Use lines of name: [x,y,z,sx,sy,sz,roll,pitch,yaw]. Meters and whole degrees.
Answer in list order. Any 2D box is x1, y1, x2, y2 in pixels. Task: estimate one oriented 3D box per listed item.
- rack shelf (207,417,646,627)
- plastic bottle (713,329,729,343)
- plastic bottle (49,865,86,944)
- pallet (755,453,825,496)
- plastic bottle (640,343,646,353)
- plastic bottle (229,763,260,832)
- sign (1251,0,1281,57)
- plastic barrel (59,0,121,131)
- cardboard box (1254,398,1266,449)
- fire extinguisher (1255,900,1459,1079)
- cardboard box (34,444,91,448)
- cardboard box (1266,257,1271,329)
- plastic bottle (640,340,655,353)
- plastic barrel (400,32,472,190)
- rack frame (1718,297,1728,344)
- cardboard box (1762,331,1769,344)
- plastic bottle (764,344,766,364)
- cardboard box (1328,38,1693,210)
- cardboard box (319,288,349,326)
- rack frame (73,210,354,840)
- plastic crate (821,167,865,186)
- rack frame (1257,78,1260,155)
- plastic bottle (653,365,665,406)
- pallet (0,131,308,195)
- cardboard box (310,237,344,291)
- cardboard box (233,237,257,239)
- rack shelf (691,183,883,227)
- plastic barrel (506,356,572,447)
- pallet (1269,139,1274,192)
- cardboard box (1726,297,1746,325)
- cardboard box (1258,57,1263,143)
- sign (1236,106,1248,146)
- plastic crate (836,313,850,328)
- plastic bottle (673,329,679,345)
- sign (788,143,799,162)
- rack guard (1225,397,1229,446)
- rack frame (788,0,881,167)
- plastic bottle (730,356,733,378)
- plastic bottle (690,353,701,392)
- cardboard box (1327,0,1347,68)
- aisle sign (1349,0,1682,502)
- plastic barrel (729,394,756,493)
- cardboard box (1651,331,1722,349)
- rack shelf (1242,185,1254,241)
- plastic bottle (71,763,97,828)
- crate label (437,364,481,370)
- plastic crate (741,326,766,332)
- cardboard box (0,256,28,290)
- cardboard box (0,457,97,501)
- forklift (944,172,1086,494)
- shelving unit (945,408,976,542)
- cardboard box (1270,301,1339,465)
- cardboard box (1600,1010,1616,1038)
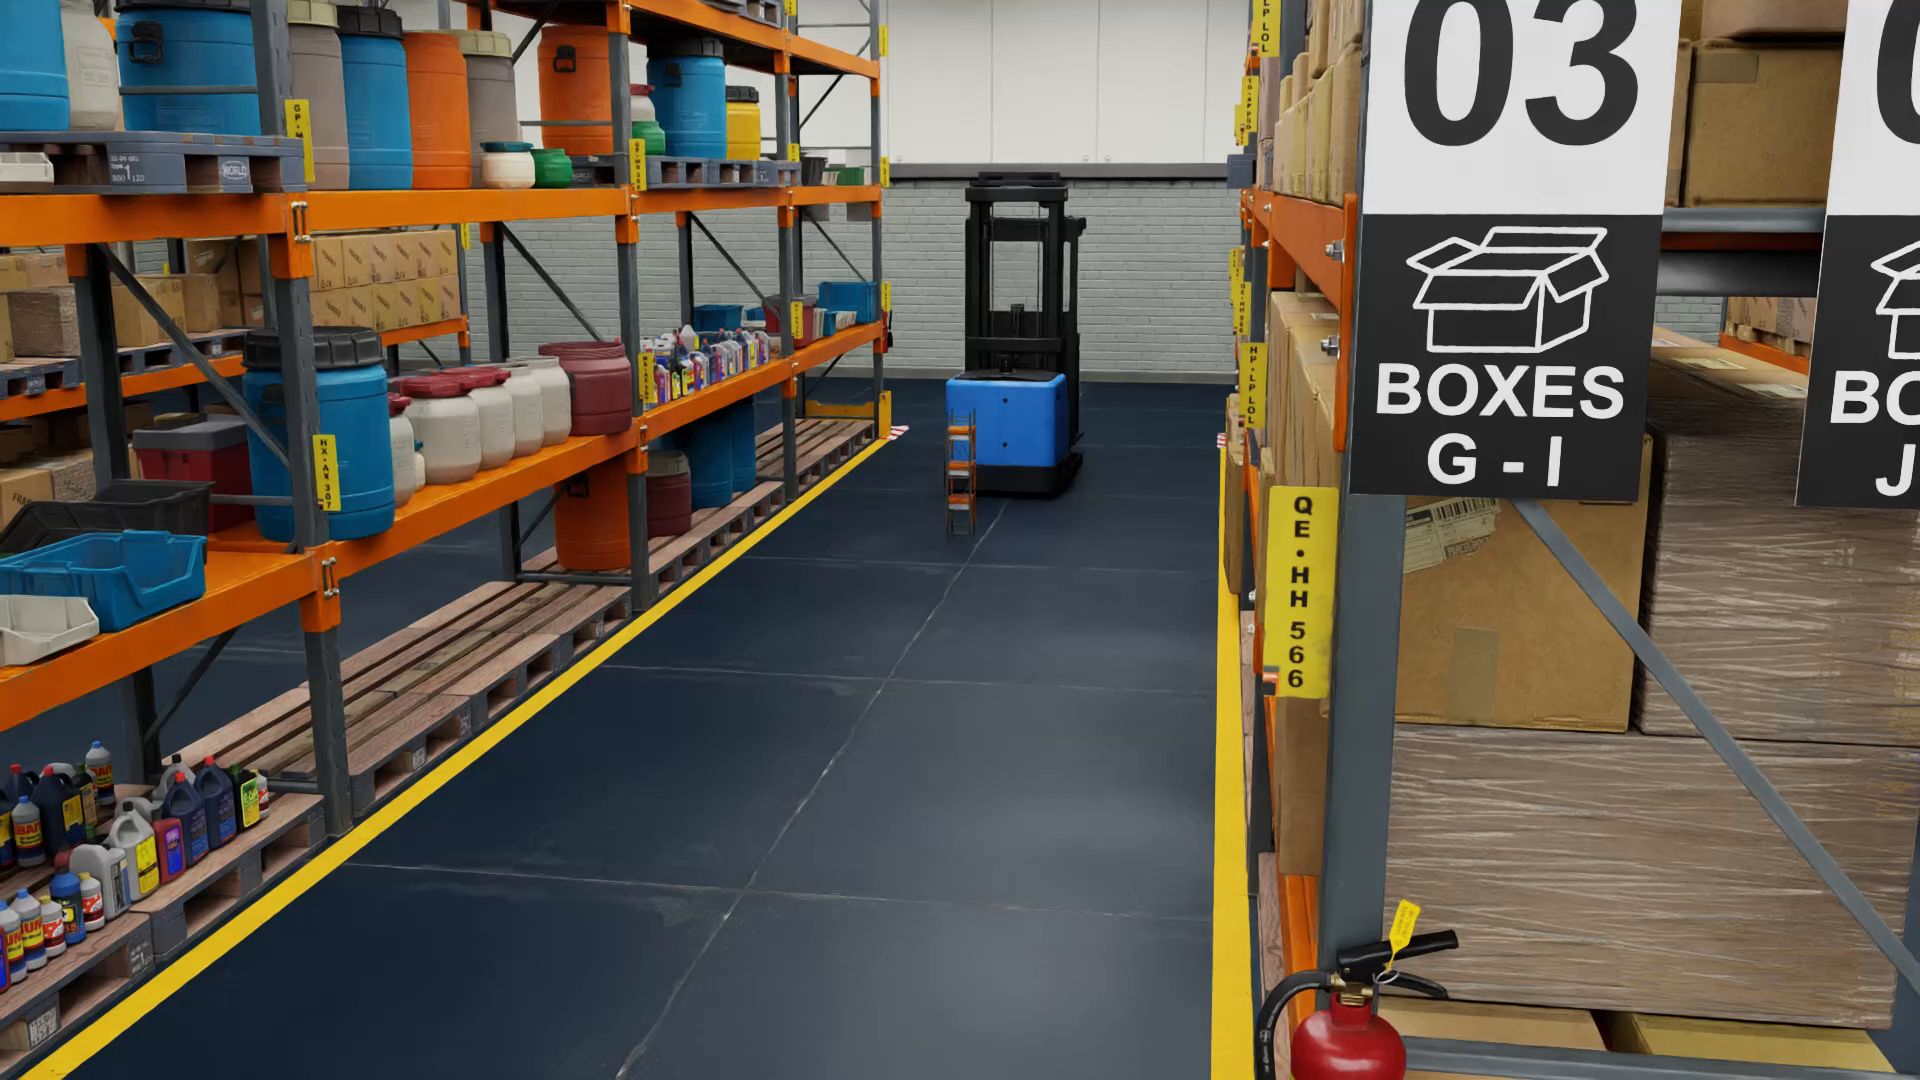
rack shelf: [-2.915,-0.235,9.170,1.077,0.370,4.000,2,12,9]
plastic bottle: [-1.981,-1.576,13.801,0.144,0.351,0.185,2,12,9]
plastic bottle: [-3.152,1.280,5.868,0.097,0.271,0.097,0,12,0]
pallet: [-1.917,-0.627,15.900,1.003,0.211,1.213,2,12,9]
plastic bottle: [-2.618,-1.450,13.395,0.152,0.276,0.135,2,12,9]
plastic bottle: [-2.971,1.054,6.888,0.061,0.283,0.133,3,12,11]
sign: [1.122,-1.938,6.086,0.100,0.325,0.005,2,12,9]
plastic barrel: [-3.483,-1.813,6.404,0.421,0.512,0.421,0,12,0]
cardboard box: [1.802,-0.633,8.669,0.500,0.250,0.500,2,12,7]
fire extinguisher: [0.583,0.870,2.521,0.296,0.674,0.183,2,12,9]
cardboard box: [-7.435,-0.577,13.938,0.500,0.500,0.500,1,12,7]
cardboard box: [2.615,-1.809,12.147,0.797,0.503,0.637,2,12,10]
plastic bottle: [-2.582,-1.498,13.619,0.152,0.276,0.135,2,12,9]
plastic barrel: [-3.049,-2.379,9.273,0.600,0.830,0.708,2,12,9]
rack frame: [8.402,-2.326,17.166,1.000,3.000,0.127,2,12,9]
cardboard box: [8.032,-1.979,16.154,0.380,0.149,0.250,2,12,11]
plastic bottle: [-1.724,-1.621,14.365,0.097,0.201,0.097,0,12,0]
cardboard box: [0.879,-0.679,2.758,0.500,0.250,0.500,2,12,10]
cardboard box: [-6.463,-2.250,16.574,0.500,0.500,0.500,2,12,10]
rack frame: [-3.223,-0.170,7.163,1.000,3.000,0.127,2,12,9]
plastic crate: [-1.247,-3.816,17.464,0.450,0.188,0.336,2,12,9]
rack frame: [2.287,-3.775,9.650,1.000,3.000,0.127,2,12,9]
plastic bottle: [-2.126,-1.092,11.719,0.061,0.283,0.133,2,12,9]
pallet: [-3.237,-1.391,6.155,1.213,0.211,1.003,2,12,9]
cardboard box: [-6.457,-2.731,16.434,0.500,0.500,0.500,1,12,7]
cardboard box: [-6.988,-2.755,16.545,0.500,0.500,0.500,2,12,8]
rack shelf: [-1.685,-3.366,16.582,1.077,0.370,4.000,2,12,9]
plastic barrel: [-2.555,-0.836,9.989,0.421,0.512,0.421,0,12,0]
pallet: [1.872,-1.509,6.702,1.213,0.211,1.003,2,12,9]
cardboard box: [8.060,-2.436,16.732,0.500,0.500,0.500,2,12,11]
cardboard box: [1.879,-2.407,8.998,0.500,0.500,0.500,2,12,9]
sign: [2.353,-3.450,13.848,0.100,0.325,0.005,2,12,9]
plastic crate: [-1.382,-2.333,17.682,0.396,0.136,0.243,2,12,9]
plastic bottle: [-2.491,-1.688,14.483,0.061,0.283,0.133,2,12,9]
sign: [-1.449,-3.288,14.488,0.100,0.325,0.005,2,12,9]
rack guard: [3.521,-1.291,18.296,1.175,0.500,0.348,2,12,9]
rack frame: [-1.377,-5.601,18.122,1.000,3.000,0.127,2,12,9]
plastic bottle: [-1.879,-1.412,13.395,0.097,0.201,0.097,0,12,0]
plastic bottle: [-1.999,-1.264,12.517,0.061,0.283,0.133,2,12,9]
cardboard box: [0.880,-0.944,3.042,0.380,0.149,0.250,1,12,6]
aisle sign: [0.750,-0.445,2.266,0.394,0.787,0.004,2,12,9]
plastic barrel: [-2.093,-0.902,14.544,0.600,0.901,0.708,2,12,9]
cardboard box: [1.640,-0.278,4.346,0.500,0.500,0.500,2,12,9]
rack shelf: [2.594,-2.373,11.973,1.077,0.370,4.000,2,12,9]
plastic bottle: [-3.622,1.066,6.829,0.061,0.283,0.133,2,12,9]
crate label: [-3.027,-0.822,10.103,0.502,0.435,0.616,2,12,9]
plastic crate: [-2.086,-1.972,16.034,0.437,0.125,0.590,2,12,9]
cardboard box: [-11.336,-2.877,19.013,0.980,0.700,0.700,2,12,8]
cardboard box: [-7.074,-0.352,12.895,0.500,0.500,0.500,1,12,7]
forklift: [0.640,-2.125,16.395,1.130,2.935,3.031,2,12,11]
shelving unit: [0.008,-0.524,13.434,0.215,1.050,0.252,2,12,9]
cardboard box: [1.276,-0.503,5.391,0.500,0.500,0.500,2,12,9]
cardboard box: [1.393,0.843,3.059,0.380,0.149,0.250,2,12,9]
